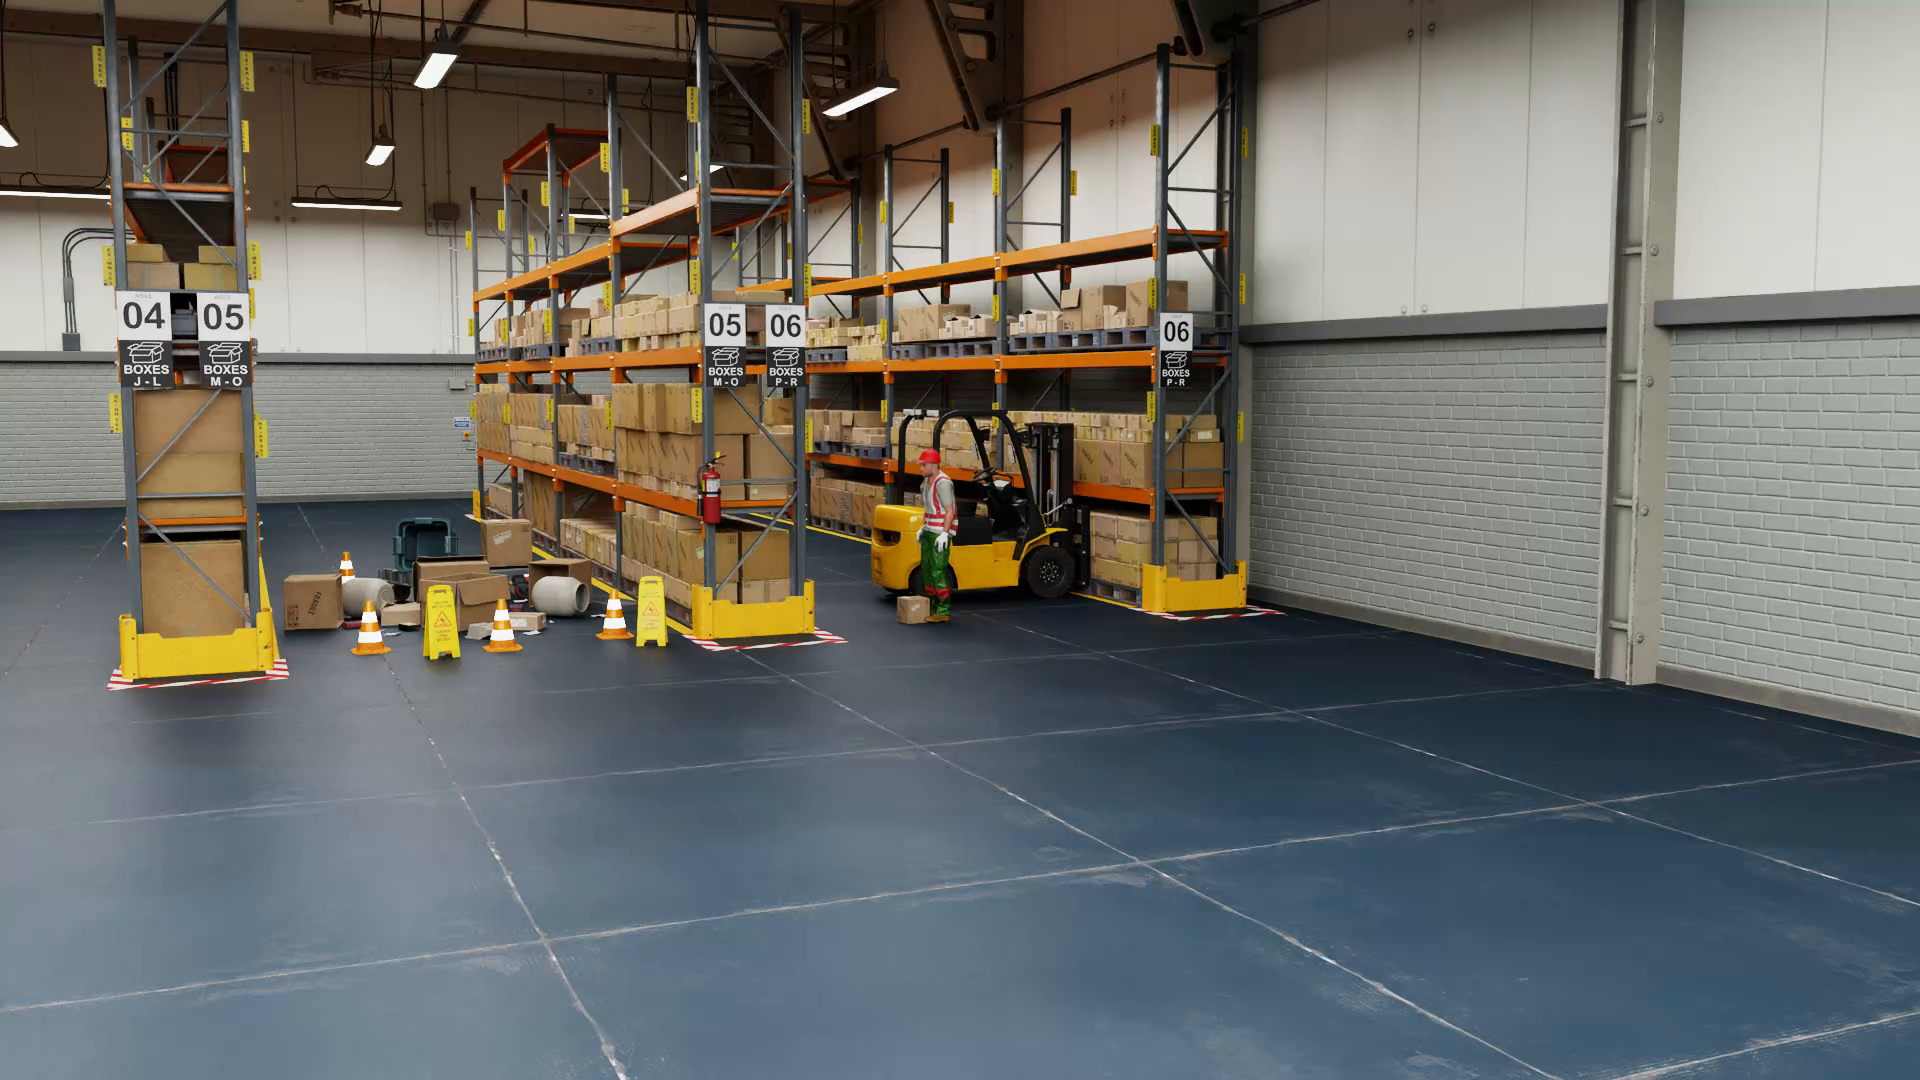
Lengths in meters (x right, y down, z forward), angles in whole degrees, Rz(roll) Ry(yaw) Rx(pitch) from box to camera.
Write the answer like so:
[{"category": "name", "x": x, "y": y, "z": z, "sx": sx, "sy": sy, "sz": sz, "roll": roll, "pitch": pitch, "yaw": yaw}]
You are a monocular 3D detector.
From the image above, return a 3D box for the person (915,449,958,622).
[{"category": "person", "x": -0.269, "y": -0.050, "z": 17.161, "sx": 0.449, "sy": 1.779, "sz": 0.609, "roll": -3, "pitch": 6, "yaw": -26}]
